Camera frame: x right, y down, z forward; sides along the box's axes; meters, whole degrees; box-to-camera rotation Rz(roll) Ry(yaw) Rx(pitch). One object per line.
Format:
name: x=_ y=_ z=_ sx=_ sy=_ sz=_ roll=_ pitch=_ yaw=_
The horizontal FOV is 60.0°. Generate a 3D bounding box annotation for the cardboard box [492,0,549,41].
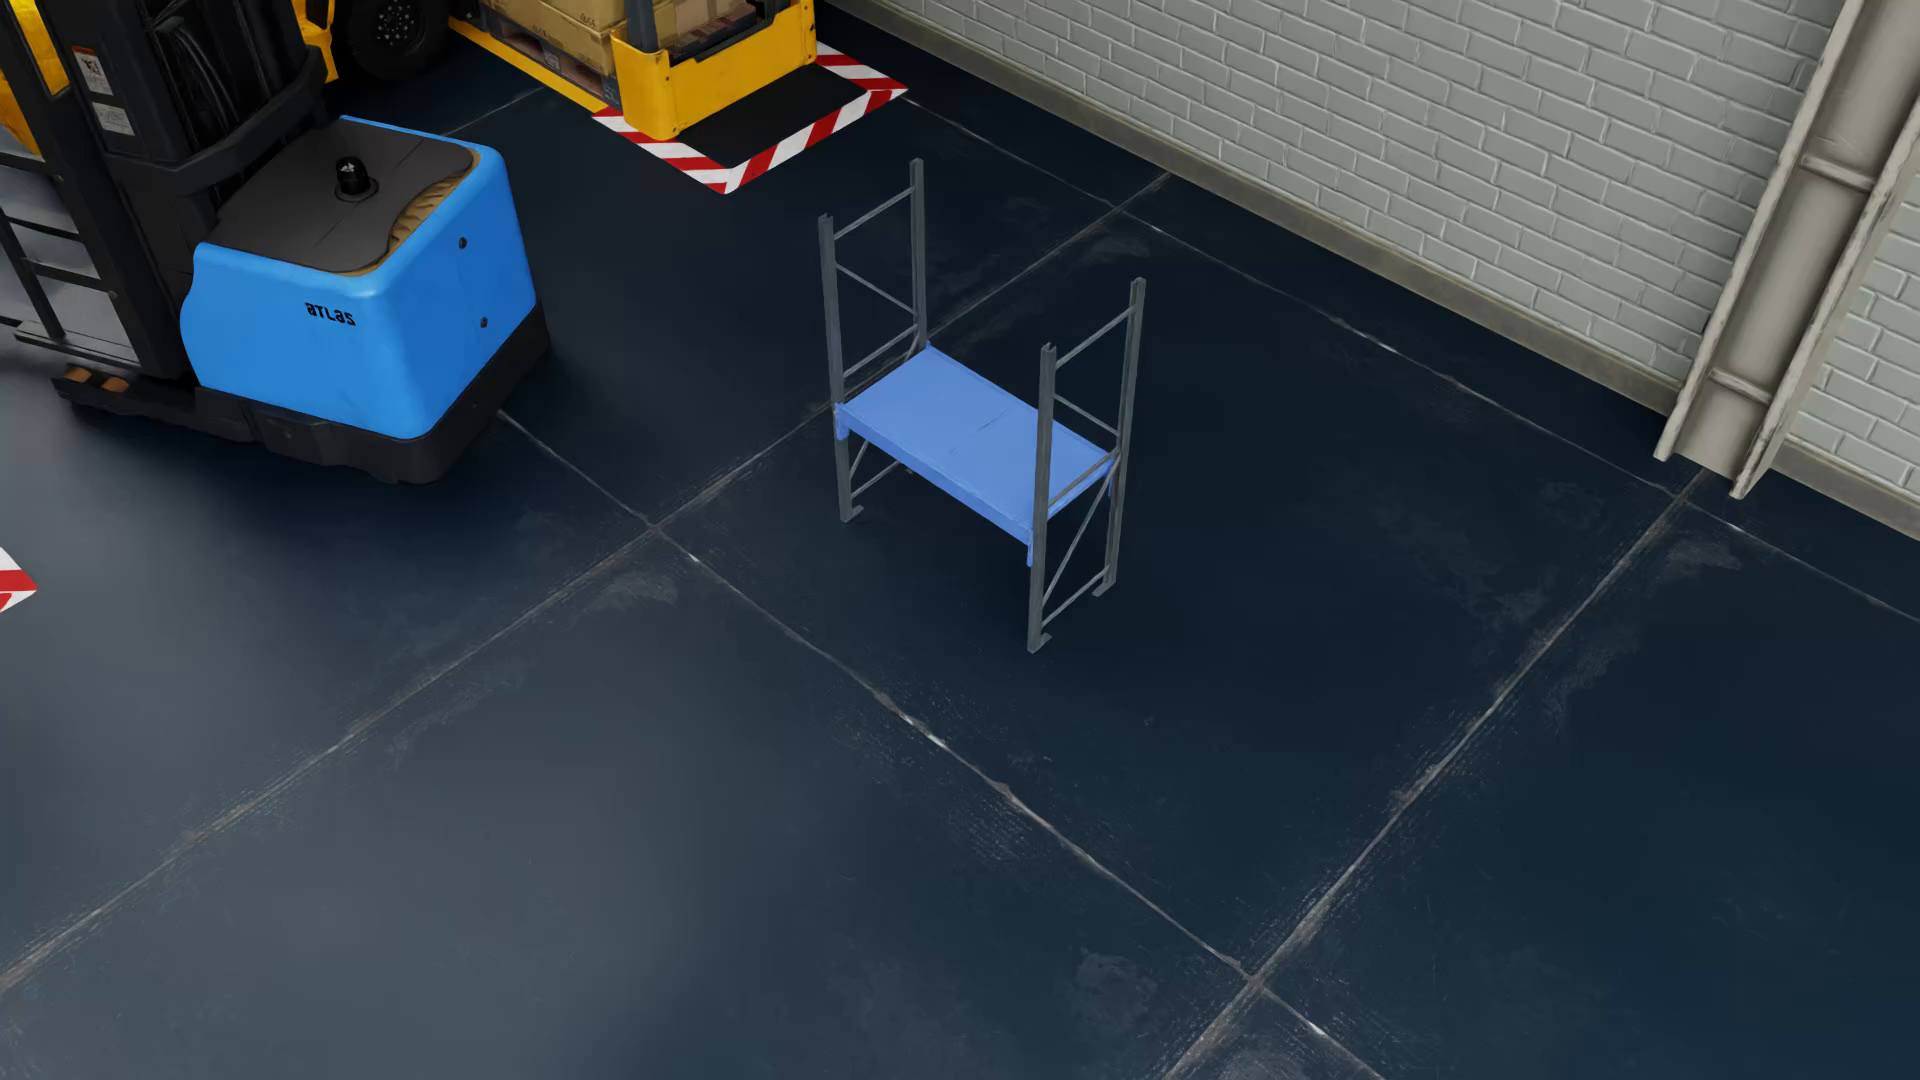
cardboard box: x=-2.228 y=-3.026 z=9.132 sx=0.500 sy=0.250 sz=0.500 roll=34 pitch=55 yaw=28

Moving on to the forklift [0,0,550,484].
forklift: x=-3.418 y=-1.896 z=6.520 sx=3.031 sy=2.935 sz=1.130 roll=15 pitch=49 yaw=13

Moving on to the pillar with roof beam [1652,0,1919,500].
pillar with roof beam: x=0.279 y=-1.117 z=1.627 sx=0.400 sy=9.000 sz=9.100 roll=34 pitch=55 yaw=28

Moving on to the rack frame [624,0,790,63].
rack frame: x=-1.310 y=-3.510 z=7.988 sx=0.127 sy=3.000 sz=1.000 roll=34 pitch=55 yaw=28

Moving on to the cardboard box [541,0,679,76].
cardboard box: x=-1.869 y=-2.775 z=8.896 sx=0.500 sy=0.250 sz=0.500 roll=34 pitch=56 yaw=28

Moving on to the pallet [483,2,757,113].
pallet: x=-1.900 y=-2.911 z=9.338 sx=1.213 sy=0.211 sz=1.003 roll=34 pitch=55 yaw=28

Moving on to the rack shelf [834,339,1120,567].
rack shelf: x=0.063 y=-0.348 z=6.295 sx=1.000 sy=0.185 sz=0.538 roll=34 pitch=55 yaw=28

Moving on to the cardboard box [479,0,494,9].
cardboard box: x=-2.590 y=-3.279 z=9.369 sx=0.500 sy=0.250 sz=0.500 roll=35 pitch=56 yaw=28

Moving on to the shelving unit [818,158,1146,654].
shelving unit: x=0.063 y=-0.471 z=6.164 sx=1.048 sy=1.500 sz=0.538 roll=34 pitch=55 yaw=28

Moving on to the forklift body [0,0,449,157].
forklift body: x=-3.940 y=-3.180 z=8.260 sx=1.214 sy=2.155 sz=2.313 roll=34 pitch=55 yaw=28

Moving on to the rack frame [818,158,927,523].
rack frame: x=-0.311 y=-0.723 z=6.400 sx=0.032 sy=1.500 sz=0.500 roll=34 pitch=55 yaw=28

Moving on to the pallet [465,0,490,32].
pallet: x=-2.792 y=-3.514 z=9.905 sx=1.213 sy=0.211 sz=1.003 roll=34 pitch=55 yaw=28

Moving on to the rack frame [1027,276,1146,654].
rack frame: x=0.436 y=-0.220 z=5.928 sx=0.032 sy=1.500 sz=0.500 roll=34 pitch=55 yaw=28

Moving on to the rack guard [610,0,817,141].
rack guard: x=-1.292 y=-2.642 z=8.888 sx=0.348 sy=0.500 sz=1.175 roll=34 pitch=55 yaw=28

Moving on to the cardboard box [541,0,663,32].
cardboard box: x=-1.879 y=-2.957 z=8.724 sx=0.500 sy=0.250 sz=0.500 roll=33 pitch=55 yaw=27

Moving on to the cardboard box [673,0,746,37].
cardboard box: x=-1.538 y=-3.060 z=9.164 sx=0.500 sy=0.250 sz=0.500 roll=34 pitch=56 yaw=28
